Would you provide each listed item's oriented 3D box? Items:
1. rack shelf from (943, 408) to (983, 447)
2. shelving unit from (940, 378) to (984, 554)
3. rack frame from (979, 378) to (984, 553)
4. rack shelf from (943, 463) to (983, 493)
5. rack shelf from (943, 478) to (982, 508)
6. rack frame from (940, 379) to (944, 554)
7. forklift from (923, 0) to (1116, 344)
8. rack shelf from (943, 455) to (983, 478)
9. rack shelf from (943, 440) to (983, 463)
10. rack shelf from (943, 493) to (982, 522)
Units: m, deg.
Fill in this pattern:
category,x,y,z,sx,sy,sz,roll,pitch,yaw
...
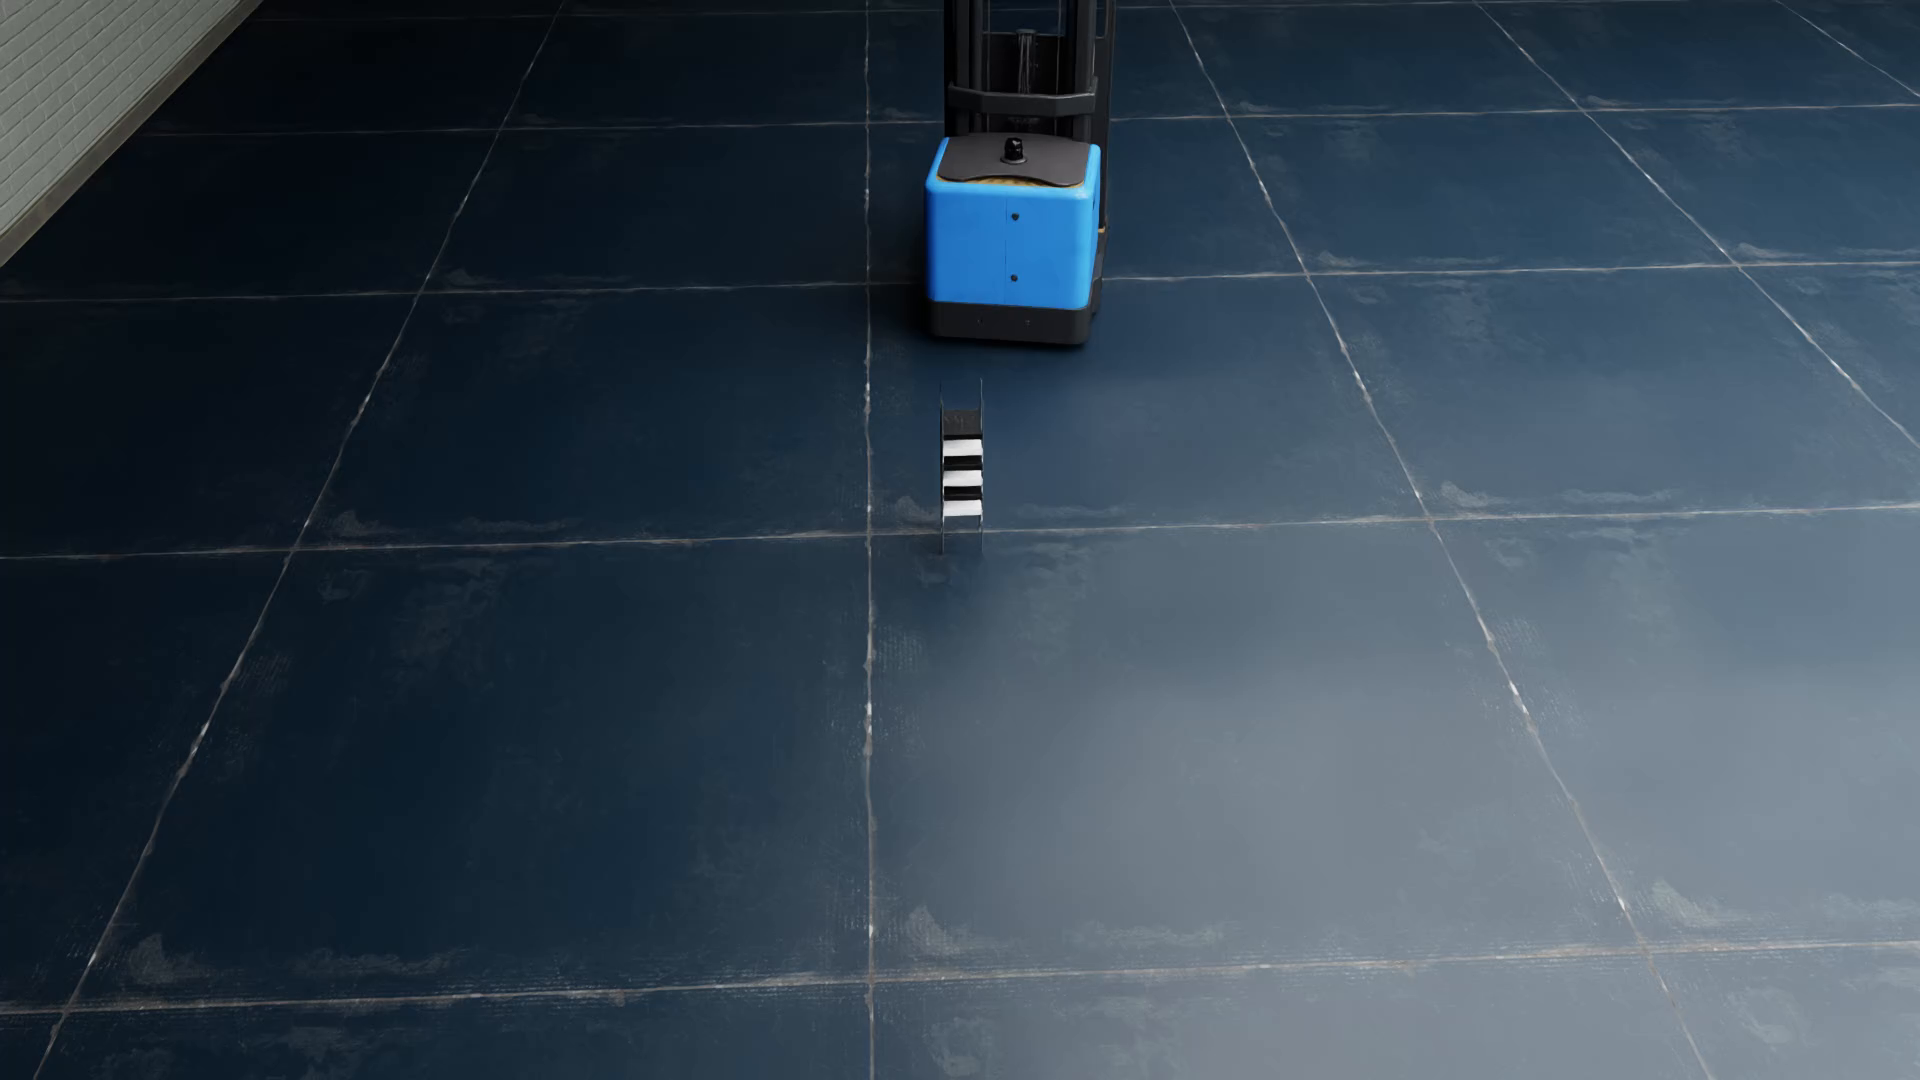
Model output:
category,x,y,z,sx,sy,sz,roll,pitch,yaw
rack shelf,0.008,-0.565,8.360,0.200,0.077,0.258,-2,35,-2
shelving unit,0.008,-0.370,8.494,0.210,0.900,0.258,-2,35,-2
rack frame,0.110,-0.373,8.498,0.006,0.900,0.240,-2,35,-2
rack shelf,0.008,-0.343,8.513,0.200,0.077,0.258,-2,35,-2
rack shelf,0.008,-0.269,8.564,0.200,0.077,0.258,-2,35,-2
rack frame,-0.093,-0.367,8.490,0.006,0.900,0.240,-2,35,-2
forklift,0.472,-3.254,10.876,1.130,2.935,3.031,4,35,6
rack shelf,0.008,-0.417,8.462,0.200,0.077,0.258,-2,35,-2
rack shelf,0.008,-0.491,8.411,0.200,0.077,0.258,-2,35,-2
rack shelf,0.008,-0.195,8.616,0.200,0.077,0.258,-2,35,-2
